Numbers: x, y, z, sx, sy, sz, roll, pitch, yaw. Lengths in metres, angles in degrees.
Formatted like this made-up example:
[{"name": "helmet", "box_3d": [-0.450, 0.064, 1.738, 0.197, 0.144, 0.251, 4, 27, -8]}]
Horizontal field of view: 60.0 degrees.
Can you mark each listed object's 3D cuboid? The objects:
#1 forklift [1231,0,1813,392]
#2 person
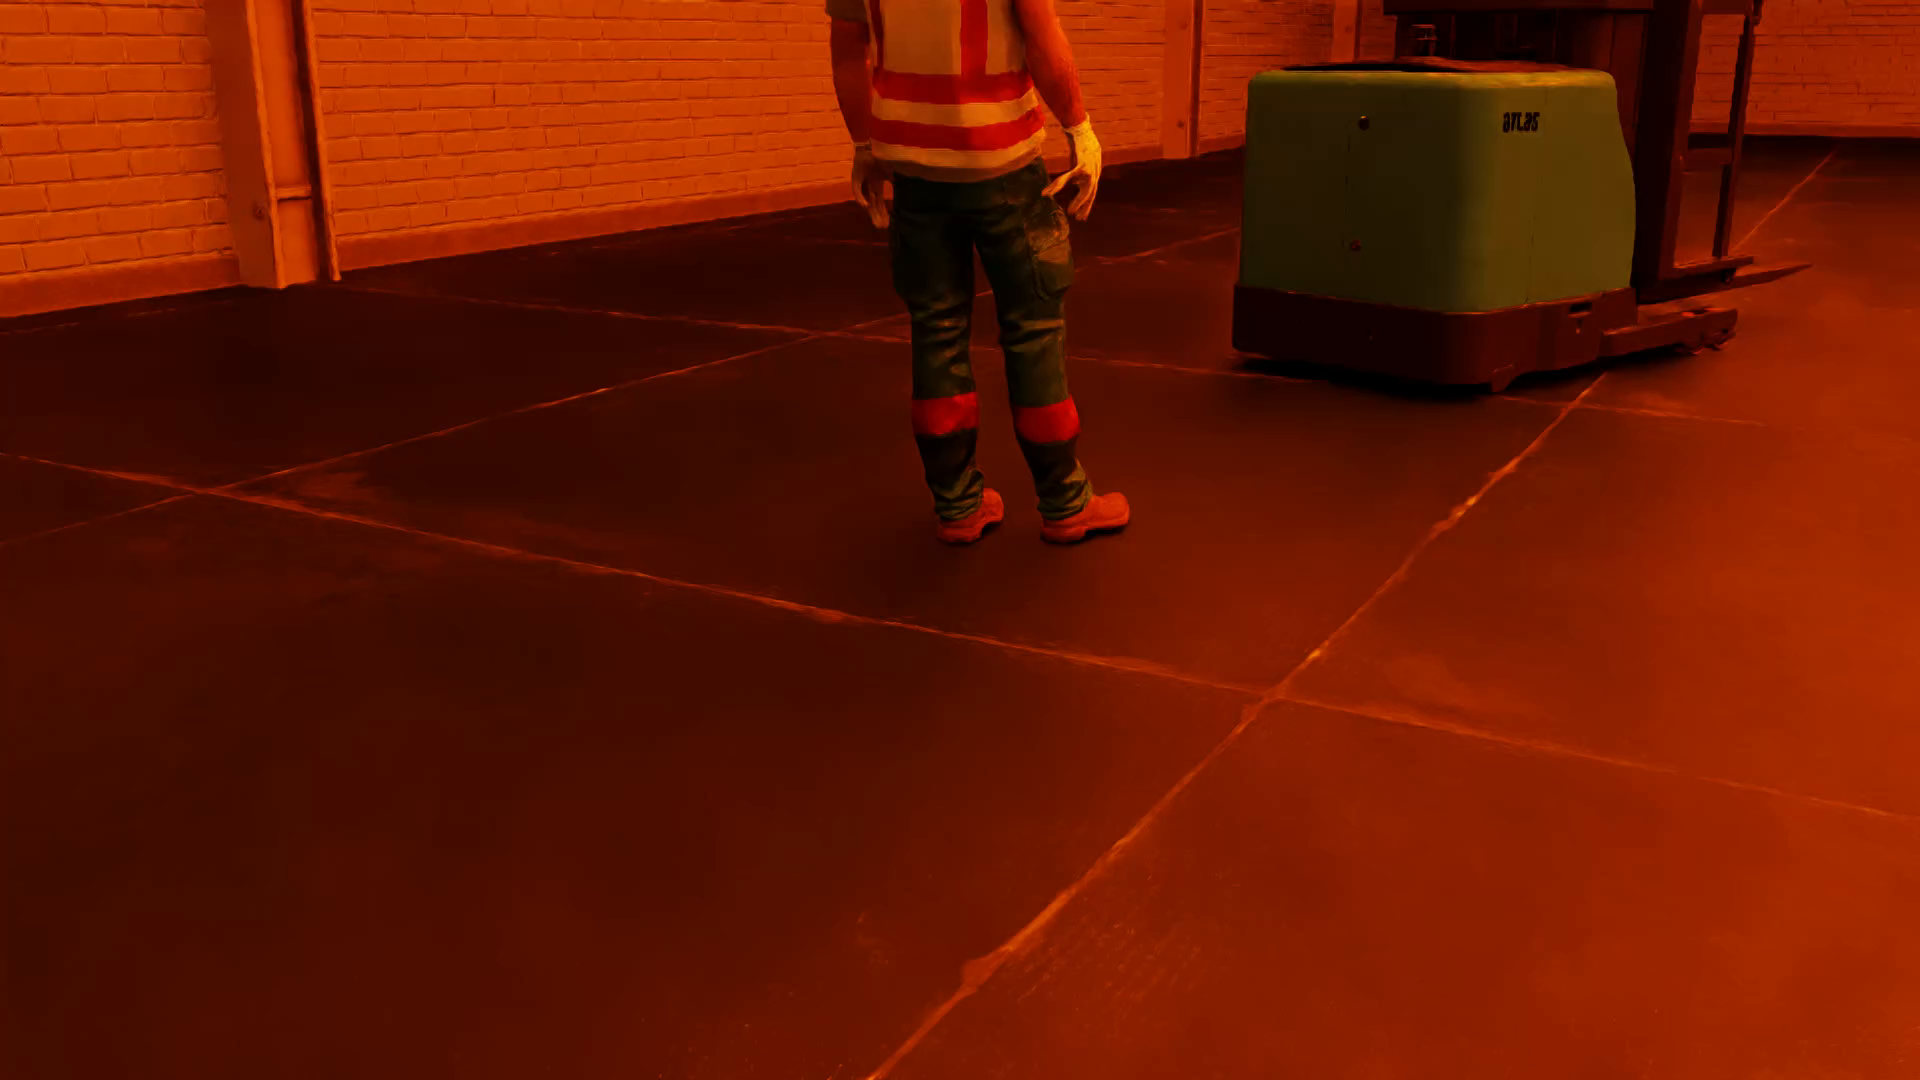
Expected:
[{"name": "forklift", "box_3d": [2.470, -2.232, 6.431, 3.031, 2.935, 1.130, -14, 21, -39]}, {"name": "person", "box_3d": [0.049, -0.883, 3.848, 0.637, 1.787, 0.563, 9, 19, 28]}]
